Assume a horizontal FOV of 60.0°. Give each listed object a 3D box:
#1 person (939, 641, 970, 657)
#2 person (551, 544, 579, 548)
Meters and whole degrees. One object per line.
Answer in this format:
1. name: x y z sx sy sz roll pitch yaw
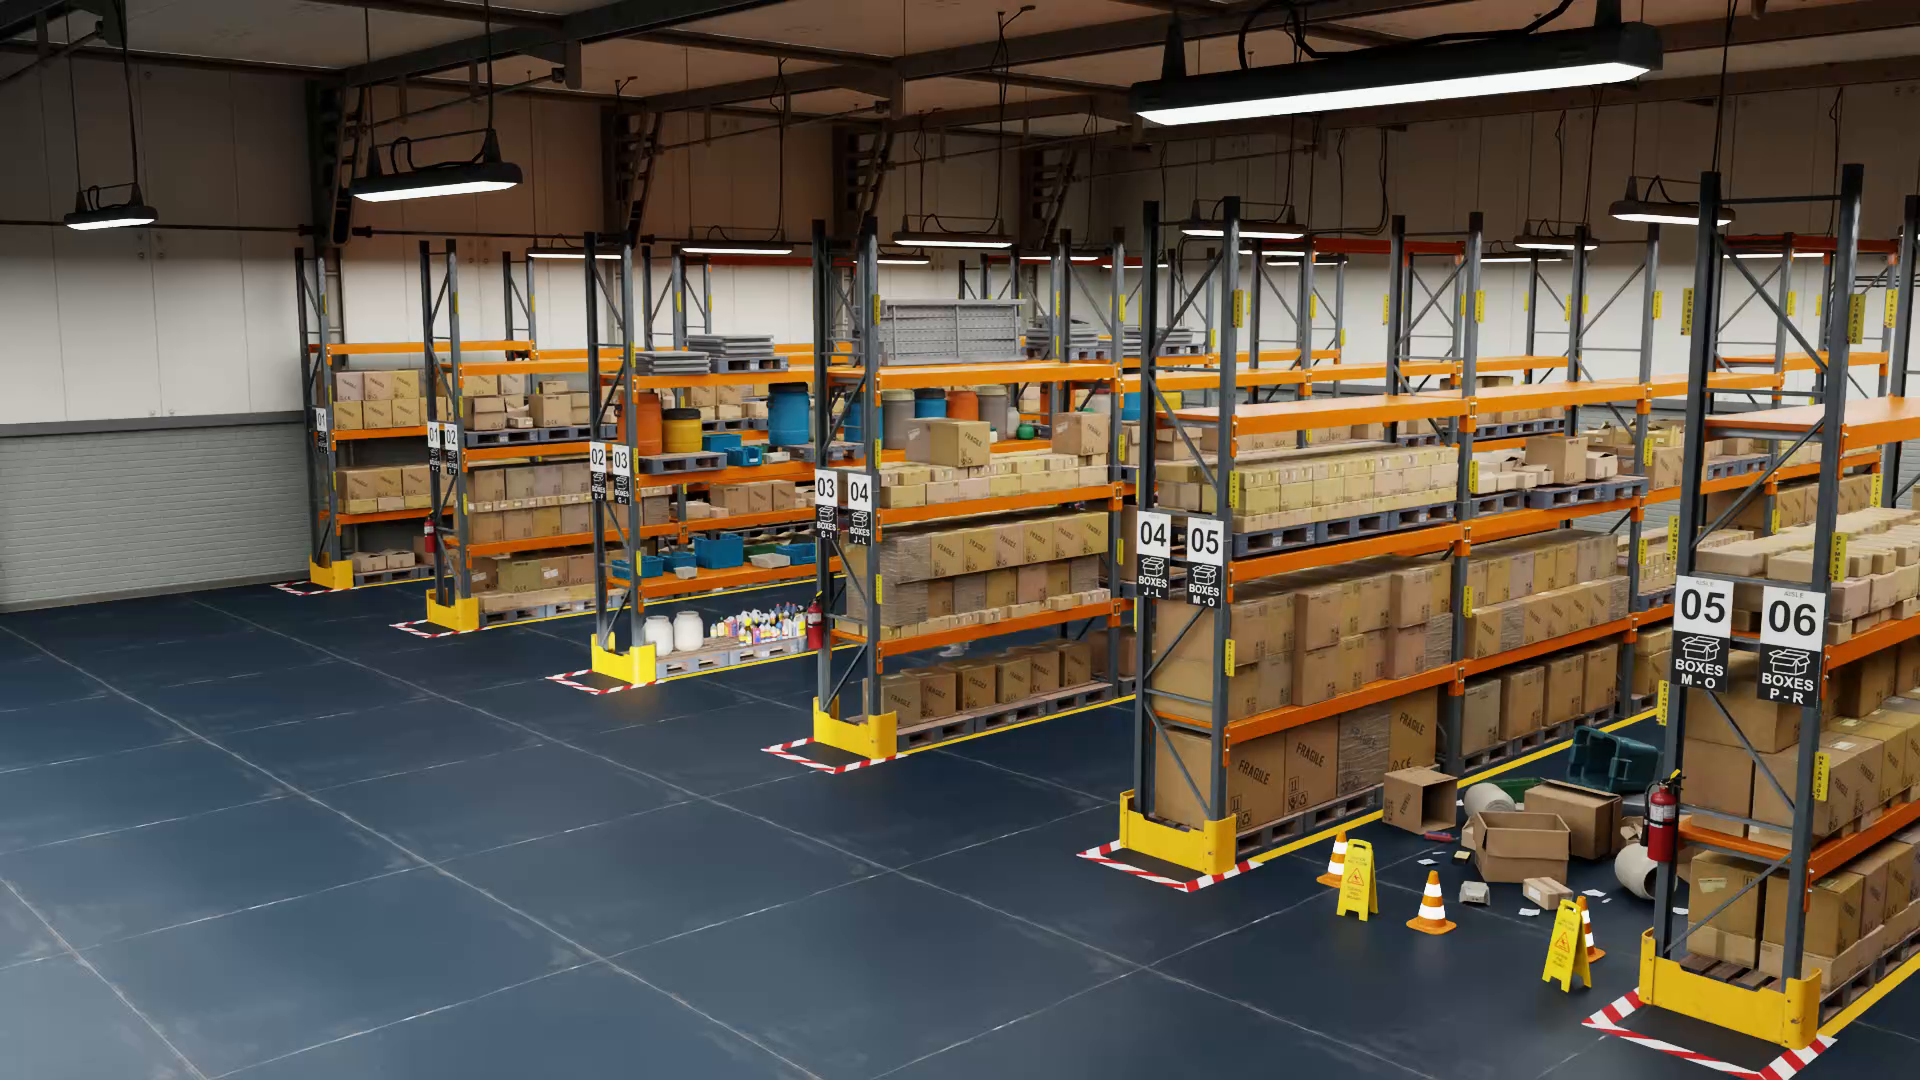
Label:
1. person: -0.061 0.711 22.620 0.439 1.808 0.673 7 11 39
2. person: -6.872 0.028 29.174 0.608 1.759 0.582 -3 9 -19
